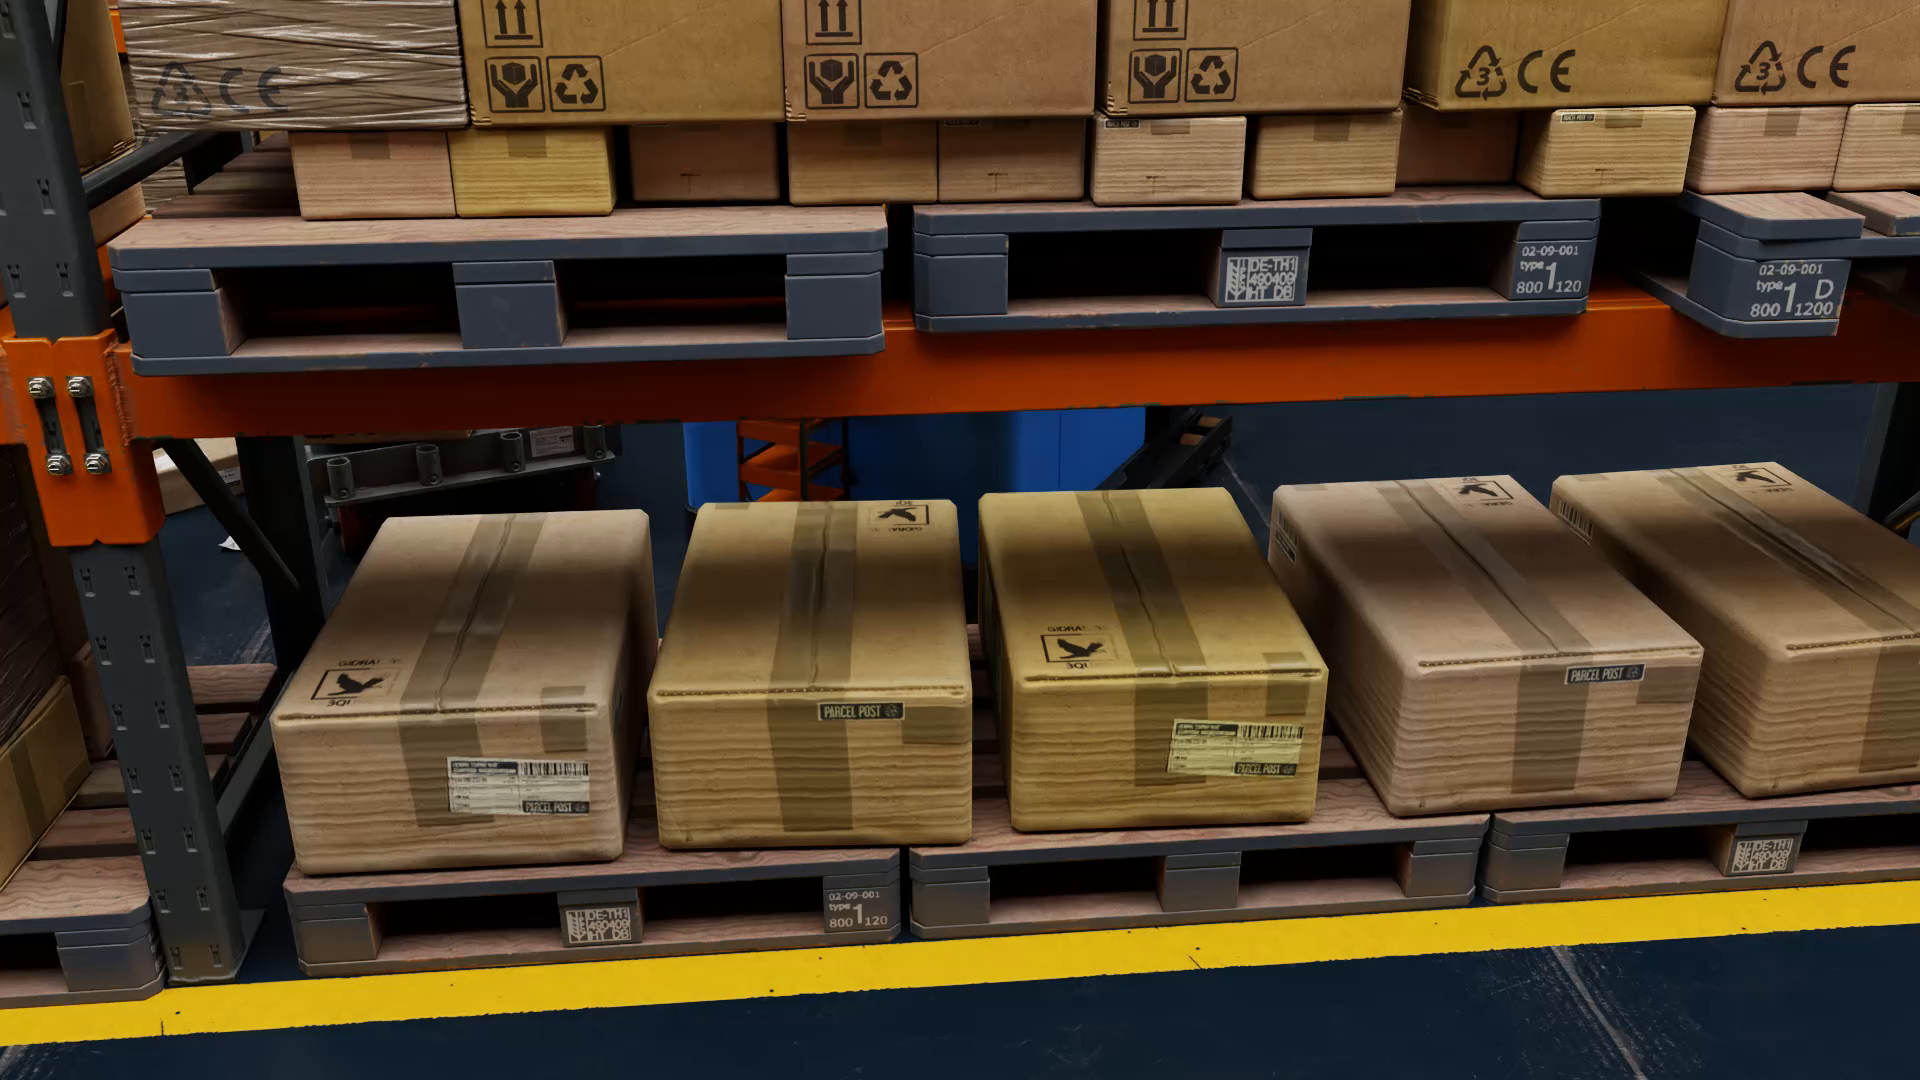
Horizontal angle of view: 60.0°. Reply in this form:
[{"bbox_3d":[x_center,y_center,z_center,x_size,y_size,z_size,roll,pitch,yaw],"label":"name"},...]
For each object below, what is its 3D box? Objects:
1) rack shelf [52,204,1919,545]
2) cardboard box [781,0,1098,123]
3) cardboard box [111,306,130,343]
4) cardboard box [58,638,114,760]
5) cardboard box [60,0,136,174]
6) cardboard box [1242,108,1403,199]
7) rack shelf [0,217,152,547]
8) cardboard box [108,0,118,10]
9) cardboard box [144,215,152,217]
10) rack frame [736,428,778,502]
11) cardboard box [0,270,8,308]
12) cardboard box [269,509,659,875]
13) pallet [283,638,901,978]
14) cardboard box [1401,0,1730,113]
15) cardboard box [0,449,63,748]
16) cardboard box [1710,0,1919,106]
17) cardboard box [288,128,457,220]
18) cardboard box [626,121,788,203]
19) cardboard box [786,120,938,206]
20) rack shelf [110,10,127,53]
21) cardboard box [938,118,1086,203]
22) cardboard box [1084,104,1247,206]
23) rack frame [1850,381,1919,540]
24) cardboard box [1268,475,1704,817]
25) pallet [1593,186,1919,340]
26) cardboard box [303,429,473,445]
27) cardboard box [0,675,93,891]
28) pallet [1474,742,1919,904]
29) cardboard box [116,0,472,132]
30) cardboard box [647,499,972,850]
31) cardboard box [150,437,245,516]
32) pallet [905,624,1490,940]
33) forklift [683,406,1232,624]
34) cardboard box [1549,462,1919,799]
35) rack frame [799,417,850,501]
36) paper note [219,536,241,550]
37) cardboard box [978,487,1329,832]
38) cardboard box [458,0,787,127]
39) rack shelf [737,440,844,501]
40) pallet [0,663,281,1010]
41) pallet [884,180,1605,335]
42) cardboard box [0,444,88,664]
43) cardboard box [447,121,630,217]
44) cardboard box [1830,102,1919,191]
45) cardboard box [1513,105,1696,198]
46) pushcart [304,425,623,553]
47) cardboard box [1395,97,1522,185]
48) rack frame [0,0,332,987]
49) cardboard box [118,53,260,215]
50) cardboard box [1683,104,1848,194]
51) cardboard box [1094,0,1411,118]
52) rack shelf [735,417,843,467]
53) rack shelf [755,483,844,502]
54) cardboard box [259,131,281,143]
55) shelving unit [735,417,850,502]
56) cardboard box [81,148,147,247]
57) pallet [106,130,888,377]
[{"bbox_3d":[0.449,-0.447,3.447,4.000,0.370,1.077,-2,24,-5],"label":"rack shelf"},{"bbox_3d":[-0.055,-1.006,2.814,0.500,0.500,0.500,-2,24,-5],"label":"cardboard box"},{"bbox_3d":[-3.093,-0.591,5.793,0.503,0.637,0.797,-2,24,-5],"label":"cardboard box"},{"bbox_3d":[-2.155,0.284,3.787,0.500,0.250,0.500,-3,24,-8],"label":"cardboard box"},{"bbox_3d":[-2.007,-0.972,3.255,0.500,0.500,0.500,-2,24,-5],"label":"cardboard box"},{"bbox_3d":[0.602,-0.730,2.992,0.250,0.149,0.380,-3,24,-7],"label":"cardboard box"},{"bbox_3d":[-3.532,-0.287,3.088,4.000,0.370,1.077,-2,24,-5],"label":"rack shelf"},{"bbox_3d":[-3.589,-2.736,7.528,0.550,0.550,0.875,-2,24,-5],"label":"cardboard box"},{"bbox_3d":[-3.573,-1.074,7.048,0.500,0.500,0.500,2,24,4],"label":"cardboard box"},{"bbox_3d":[-0.507,-0.231,4.284,0.006,1.200,0.240,11,25,23],"label":"rack frame"},{"bbox_3d":[-1.832,-0.445,2.867,0.250,0.149,0.380,-3,24,-6],"label":"cardboard box"},{"bbox_3d":[-1.020,0.291,3.619,0.625,0.372,0.950,-2,24,-4],"label":"cardboard box"},{"bbox_3d":[-0.767,0.547,3.759,1.213,0.211,1.003,-2,24,-5],"label":"pallet"},{"bbox_3d":[0.998,-1.052,2.918,0.500,0.500,0.500,-4,24,-9],"label":"cardboard box"},{"bbox_3d":[-2.104,0.159,3.145,0.500,0.500,0.500,-3,24,-6],"label":"cardboard box"},{"bbox_3d":[1.500,-1.073,2.965,0.500,0.500,0.500,-3,24,-6],"label":"cardboard box"},{"bbox_3d":[-0.961,-0.667,2.850,0.250,0.149,0.380,-2,24,-4],"label":"cardboard box"},{"bbox_3d":[-0.437,-0.716,2.959,0.250,0.149,0.380,-1,24,-2],"label":"cardboard box"},{"bbox_3d":[-0.177,-0.709,2.944,0.250,0.149,0.380,-2,24,-4],"label":"cardboard box"},{"bbox_3d":[-4.119,-2.284,7.580,4.000,0.370,1.077,-2,24,-5],"label":"rack shelf"},{"bbox_3d":[0.070,-0.718,2.965,0.250,0.149,0.380,-2,24,-5],"label":"cardboard box"},{"bbox_3d":[0.339,-0.708,2.941,0.250,0.149,0.380,-1,24,-3],"label":"cardboard box"},{"bbox_3d":[2.439,-0.855,3.481,0.127,3.000,1.000,-2,24,-5],"label":"rack frame"},{"bbox_3d":[1.142,0.205,3.814,0.625,0.372,0.950,-3,24,-6],"label":"cardboard box"},{"bbox_3d":[1.740,-0.696,3.359,1.003,0.211,1.213,-2,24,-5],"label":"pallet"},{"bbox_3d":[-1.747,-0.618,5.091,0.500,0.500,0.500,-2,24,-5],"label":"cardboard box"},{"bbox_3d":[-2.104,0.501,3.297,0.500,0.250,0.500,-1,24,-3],"label":"cardboard box"},{"bbox_3d":[1.661,0.450,3.978,1.213,0.211,1.003,-2,24,-5],"label":"pallet"},{"bbox_3d":[-1.047,-0.972,2.737,0.500,0.500,0.500,-2,24,-4],"label":"cardboard box"},{"bbox_3d":[-0.305,0.261,3.687,0.625,0.372,0.950,-1,24,-2],"label":"cardboard box"},{"bbox_3d":[-2.563,-0.281,5.555,0.258,0.266,0.396,22,32,40],"label":"cardboard box"},{"bbox_3d":[0.450,0.497,3.872,1.213,0.211,1.003,-2,24,-5],"label":"pallet"},{"bbox_3d":[0.309,-1.608,5.260,1.130,2.935,3.031,11,26,23],"label":"forklift"},{"bbox_3d":[1.876,0.172,3.888,0.625,0.372,0.950,-4,24,-9],"label":"cardboard box"},{"bbox_3d":[-0.341,-0.200,4.213,0.006,1.200,0.240,11,25,23],"label":"rack frame"},{"bbox_3d":[-2.237,-0.007,5.228,0.142,0.019,0.148,-2,24,-5],"label":"paper note"},{"bbox_3d":[0.387,0.233,3.751,0.625,0.372,0.950,-2,24,-3],"label":"cardboard box"},{"bbox_3d":[-0.549,-0.992,2.782,0.500,0.500,0.500,-2,24,-5],"label":"cardboard box"},{"bbox_3d":[-0.425,-0.174,4.266,0.180,0.103,0.258,11,25,23],"label":"rack shelf"},{"bbox_3d":[-2.207,0.620,3.595,1.213,0.211,1.003,-2,24,-5],"label":"pallet"},{"bbox_3d":[0.473,-0.672,3.305,1.213,0.211,1.003,-2,24,-5],"label":"pallet"},{"bbox_3d":[-2.155,-0.059,3.635,0.500,0.500,0.500,-1,24,-3],"label":"cardboard box"},{"bbox_3d":[-0.711,-0.673,2.864,0.250,0.149,0.380,-2,24,-4],"label":"cardboard box"},{"bbox_3d":[1.630,-0.756,3.050,0.250,0.149,0.380,-2,24,-6],"label":"cardboard box"},{"bbox_3d":[1.106,-0.732,2.997,0.250,0.149,0.380,-2,24,-4],"label":"cardboard box"},{"bbox_3d":[-1.816,-0.417,5.723,0.936,0.377,1.648,-11,26,-23],"label":"pushcart"},{"bbox_3d":[0.844,-0.773,3.089,0.250,0.149,0.380,-2,24,-5],"label":"cardboard box"},{"bbox_3d":[-1.542,-0.695,3.122,0.127,3.000,1.000,-2,24,-5],"label":"rack frame"},{"bbox_3d":[-3.658,-1.879,7.883,0.875,0.875,0.875,-2,24,-5],"label":"cardboard box"},{"bbox_3d":[1.379,-0.749,3.035,0.250,0.149,0.380,-3,24,-8],"label":"cardboard box"},{"bbox_3d":[0.455,-1.031,2.870,0.500,0.500,0.500,-3,24,-7],"label":"cardboard box"},{"bbox_3d":[-0.423,-0.285,4.219,0.180,0.103,0.258,11,25,23],"label":"rack shelf"},{"bbox_3d":[-0.426,-0.063,4.312,0.180,0.103,0.258,11,25,23],"label":"rack shelf"},{"bbox_3d":[-2.762,-1.916,7.967,0.875,0.875,0.875,-2,24,-4],"label":"cardboard box"},{"bbox_3d":[-0.424,-0.215,4.249,0.189,1.200,0.258,11,25,23],"label":"shelving unit"},{"bbox_3d":[-1.887,-0.698,3.436,0.250,0.149,0.380,-2,24,-5],"label":"cardboard box"},{"bbox_3d":[-0.767,-0.580,3.097,1.213,0.211,1.003,-2,24,-5],"label":"pallet"}]
